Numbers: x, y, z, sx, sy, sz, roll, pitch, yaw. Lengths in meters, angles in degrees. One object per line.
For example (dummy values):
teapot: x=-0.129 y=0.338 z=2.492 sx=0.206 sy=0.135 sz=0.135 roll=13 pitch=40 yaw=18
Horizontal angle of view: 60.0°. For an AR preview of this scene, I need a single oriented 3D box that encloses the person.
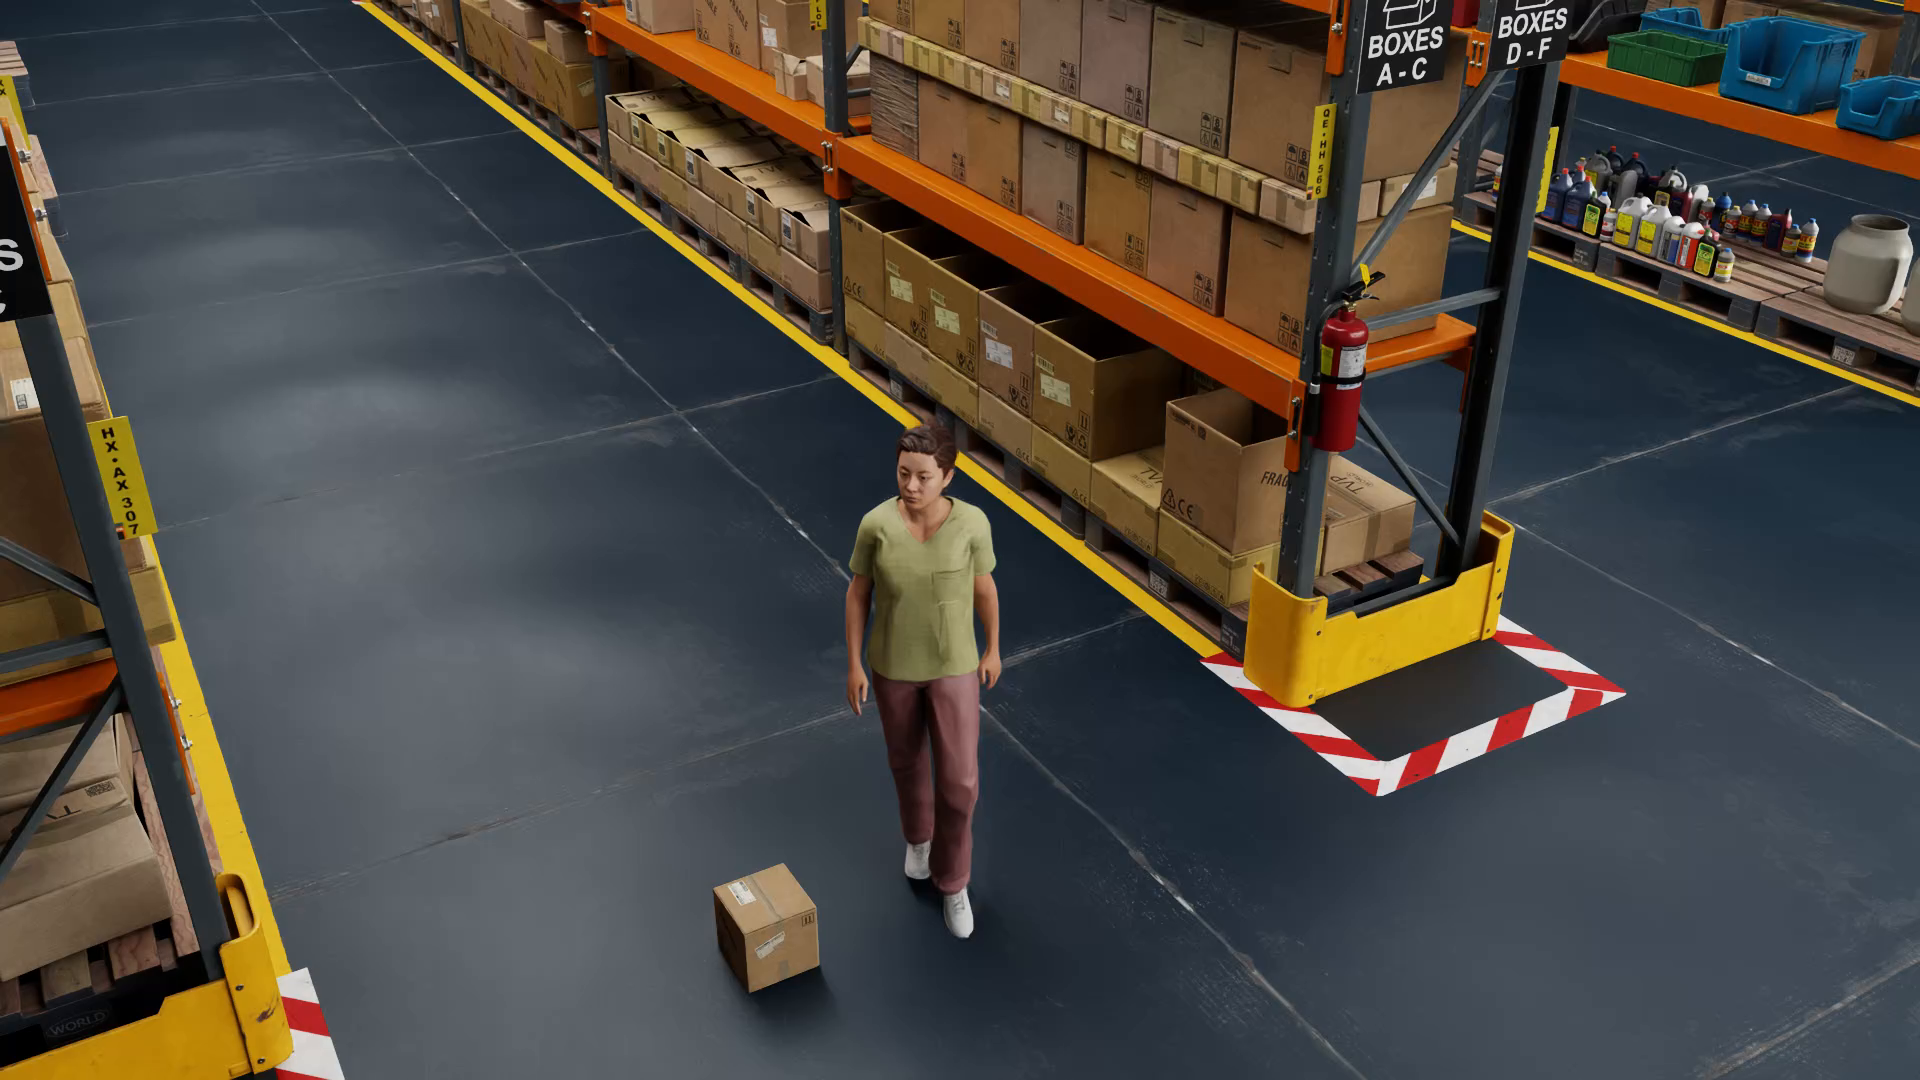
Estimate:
person: x=-0.124 y=0.455 z=5.327 sx=0.489 sy=1.706 sz=0.529 roll=3 pitch=29 yaw=5
